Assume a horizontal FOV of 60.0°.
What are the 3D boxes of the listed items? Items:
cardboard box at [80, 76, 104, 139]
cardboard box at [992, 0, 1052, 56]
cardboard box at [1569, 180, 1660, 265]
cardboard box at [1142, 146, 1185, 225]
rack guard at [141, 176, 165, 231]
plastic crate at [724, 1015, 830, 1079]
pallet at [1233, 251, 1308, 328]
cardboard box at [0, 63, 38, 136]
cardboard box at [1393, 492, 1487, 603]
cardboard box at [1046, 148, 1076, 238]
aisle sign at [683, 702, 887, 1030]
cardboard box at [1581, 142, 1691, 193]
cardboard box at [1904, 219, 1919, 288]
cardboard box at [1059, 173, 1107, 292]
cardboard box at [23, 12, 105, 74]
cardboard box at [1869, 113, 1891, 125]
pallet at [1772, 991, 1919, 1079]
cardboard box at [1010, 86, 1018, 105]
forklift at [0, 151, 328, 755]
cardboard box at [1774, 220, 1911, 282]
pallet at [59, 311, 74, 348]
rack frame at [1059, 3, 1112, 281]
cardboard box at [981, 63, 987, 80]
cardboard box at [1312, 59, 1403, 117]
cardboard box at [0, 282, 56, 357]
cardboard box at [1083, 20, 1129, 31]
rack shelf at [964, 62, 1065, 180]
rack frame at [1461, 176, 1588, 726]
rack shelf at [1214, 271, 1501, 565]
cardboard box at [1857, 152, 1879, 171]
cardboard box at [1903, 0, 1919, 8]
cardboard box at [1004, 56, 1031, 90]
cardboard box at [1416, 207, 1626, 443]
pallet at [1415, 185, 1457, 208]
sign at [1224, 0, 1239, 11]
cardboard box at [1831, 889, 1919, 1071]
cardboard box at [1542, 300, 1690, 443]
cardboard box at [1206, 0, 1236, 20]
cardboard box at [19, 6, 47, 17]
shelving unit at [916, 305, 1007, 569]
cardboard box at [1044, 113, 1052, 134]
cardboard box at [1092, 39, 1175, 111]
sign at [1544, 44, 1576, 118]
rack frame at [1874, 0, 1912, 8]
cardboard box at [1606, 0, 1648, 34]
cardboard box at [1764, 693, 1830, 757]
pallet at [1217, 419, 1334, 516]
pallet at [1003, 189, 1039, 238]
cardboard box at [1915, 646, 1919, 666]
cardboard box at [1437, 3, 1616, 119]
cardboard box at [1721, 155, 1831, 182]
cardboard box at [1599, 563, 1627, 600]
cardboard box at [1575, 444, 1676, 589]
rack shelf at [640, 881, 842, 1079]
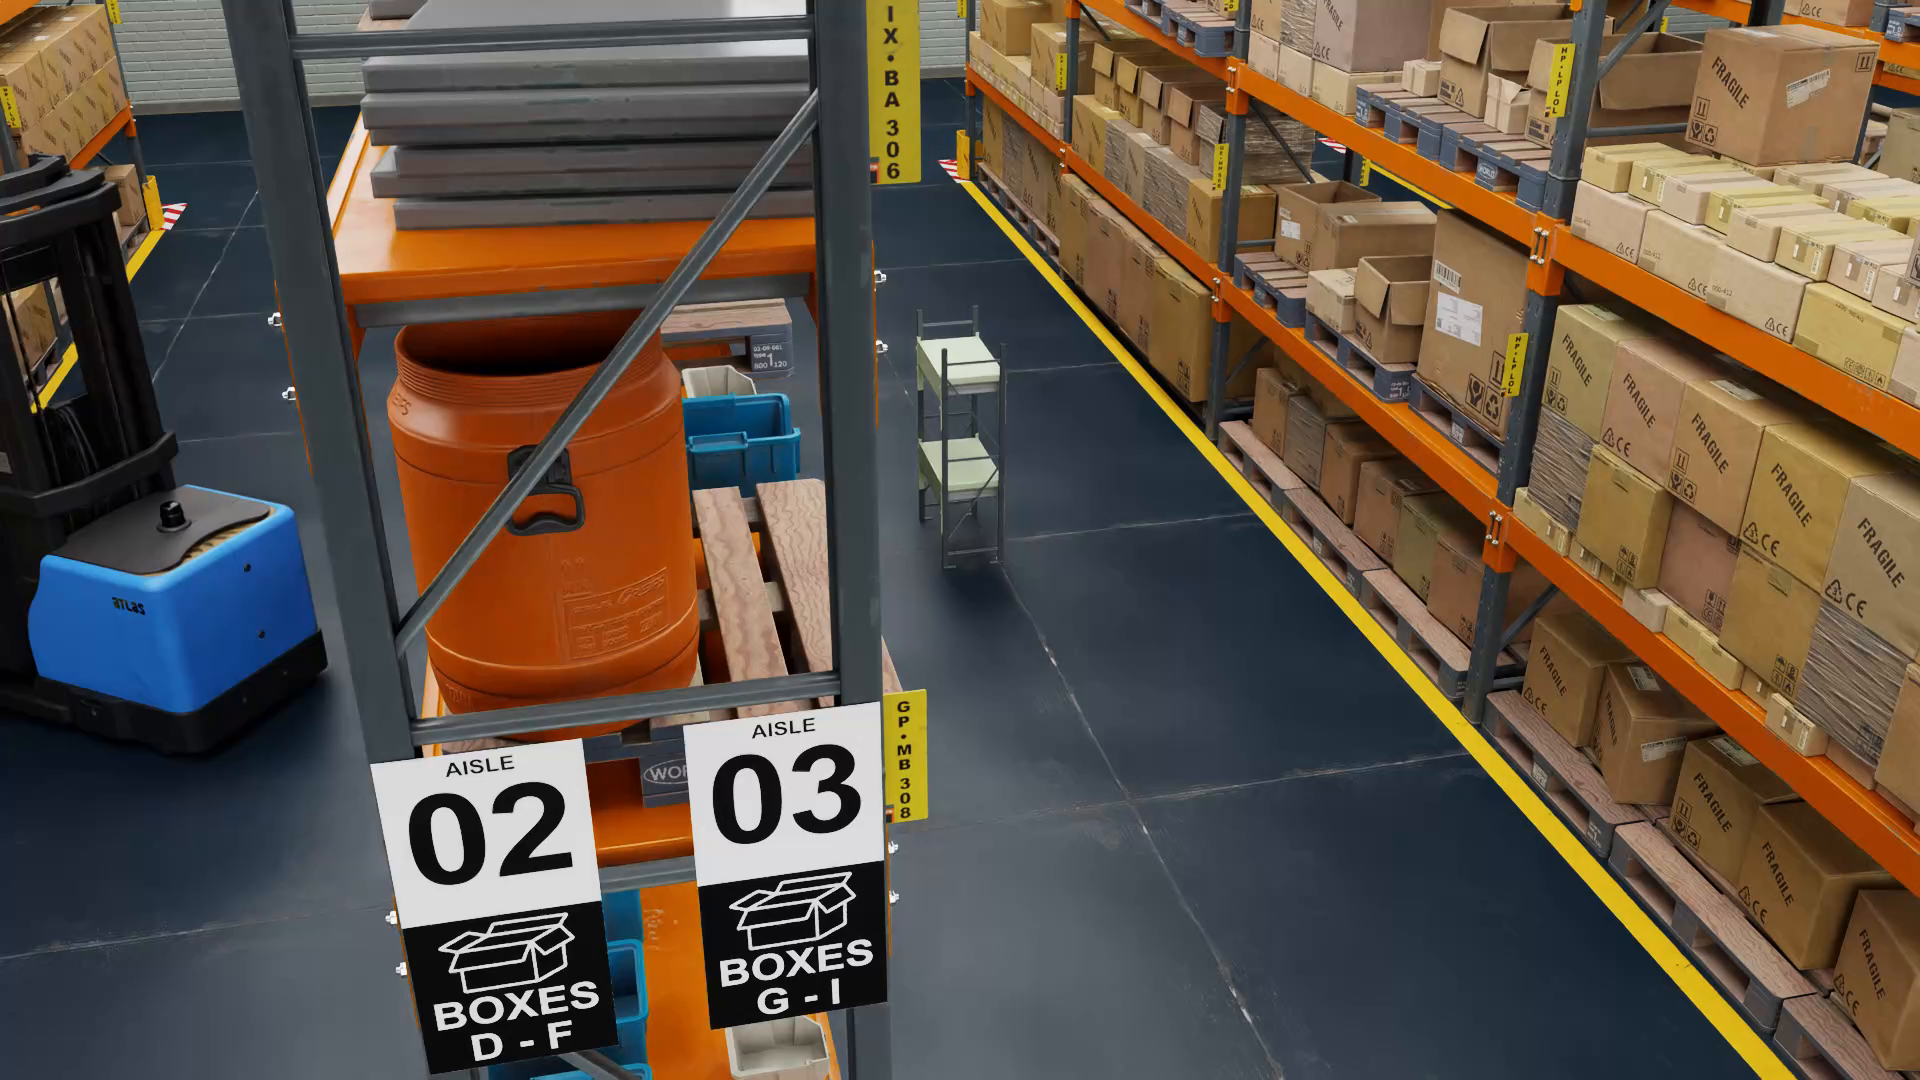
[{"bbox_3d":[-8.495,-4.093,15.767,0.500,0.500,0.500,-6,27,-11],"label":"cardboard box"},{"bbox_3d":[0.644,-5.385,17.441,0.500,0.500,0.500,-7,28,-13],"label":"cardboard box"},{"bbox_3d":[3.120,-1.450,7.477,0.500,0.250,0.500,-7,28,-14],"label":"cardboard box"},{"bbox_3d":[1.787,-2.840,13.284,0.500,0.500,0.500,-7,28,-13],"label":"cardboard box"},{"bbox_3d":[-9.071,-3.515,17.507,1.175,0.500,0.348,-6,27,-12],"label":"rack guard"},{"bbox_3d":[-0.544,1.550,4.989,0.298,0.136,0.250,-6,27,-12],"label":"plastic crate"},{"bbox_3d":[2.631,-1.769,11.486,1.213,0.211,1.003,-6,27,-12],"label":"pallet"},{"bbox_3d":[-8.019,-3.635,13.749,0.500,0.500,0.500,-5,27,-10],"label":"cardboard box"},{"bbox_3d":[3.062,0.035,9.983,0.700,0.500,0.500,-6,27,-12],"label":"cardboard box"},{"bbox_3d":[1.395,-3.450,16.494,0.875,0.875,0.875,-6,27,-12],"label":"cardboard box"},{"bbox_3d":[-0.354,0.699,3.497,0.394,0.787,0.004,-6,27,-12],"label":"aisle sign"},{"bbox_3d":[3.041,-1.677,7.485,0.380,0.149,0.250,-7,28,-13],"label":"cardboard box"},{"bbox_3d":[3.574,-1.039,5.502,0.500,0.500,0.500,-6,27,-12],"label":"cardboard box"},{"bbox_3d":[1.629,-2.873,15.352,1.225,0.875,0.875,-6,27,-11],"label":"cardboard box"},{"bbox_3d":[-8.605,-4.767,15.991,0.500,0.500,0.500,-5,27,-10],"label":"cardboard box"},{"bbox_3d":[10.881,-4.643,19.343,0.875,0.438,0.875,-7,28,-13],"label":"cardboard box"},{"bbox_3d":[4.004,2.206,6.491,1.003,0.211,1.213,-6,27,-12],"label":"pallet"},{"bbox_3d":[0.731,-4.577,17.115,0.380,0.149,0.250,-6,27,-11],"label":"cardboard box"},{"bbox_3d":[-5.182,-0.592,9.016,3.031,2.935,1.130,11,29,20],"label":"forklift"},{"bbox_3d":[3.372,-1.108,6.359,0.380,0.149,0.250,-6,27,-13],"label":"cardboard box"},{"bbox_3d":[-8.341,-1.965,14.756,1.003,0.211,1.213,-6,27,-12],"label":"pallet"},{"bbox_3d":[1.465,-3.913,15.520,1.000,3.000,0.127,-6,27,-12],"label":"rack frame"},{"bbox_3d":[0.440,-5.143,18.235,0.380,0.149,0.250,-7,28,-13],"label":"cardboard box"},{"bbox_3d":[2.465,-2.747,10.047,0.500,0.250,0.500,-5,27,-10],"label":"cardboard box"},{"bbox_3d":[-7.796,-1.802,13.623,0.500,0.500,0.500,-6,27,-12],"label":"cardboard box"},{"bbox_3d":[1.503,-4.767,16.216,0.500,0.500,0.500,-6,27,-12],"label":"cardboard box"},{"bbox_3d":[1.015,-4.470,17.422,1.077,0.370,4.000,-6,27,-12],"label":"rack shelf"},{"bbox_3d":[3.268,-0.401,8.562,1.000,3.000,0.127,-6,27,-12],"label":"rack frame"},{"bbox_3d":[2.818,-0.958,10.464,1.077,0.370,4.000,-6,27,-12],"label":"rack shelf"},{"bbox_3d":[7.309,-3.057,13.307,0.380,0.149,0.250,-5,27,-9],"label":"cardboard box"},{"bbox_3d":[7.353,-4.278,12.803,0.500,0.500,0.500,-6,27,-12],"label":"cardboard box"},{"bbox_3d":[0.765,-4.820,17.153,0.500,0.250,0.500,-6,27,-13],"label":"cardboard box"},{"bbox_3d":[3.226,-1.219,9.051,1.000,1.000,1.000,-6,27,-11],"label":"cardboard box"},{"bbox_3d":[5.856,-3.955,18.699,1.003,0.211,1.213,-6,27,-12],"label":"pallet"},{"bbox_3d":[1.824,-3.710,11.126,0.100,0.325,0.005,-6,27,-12],"label":"sign"},{"bbox_3d":[3.877,1.749,6.611,0.500,0.500,0.500,1,27,2],"label":"cardboard box"},{"bbox_3d":[3.122,-0.801,7.805,0.500,0.500,0.500,-6,27,-12],"label":"cardboard box"},{"bbox_3d":[2.159,-3.990,11.763,0.797,0.503,0.637,-4,27,-9],"label":"cardboard box"},{"bbox_3d":[-9.245,-4.934,16.323,0.500,0.500,0.500,-5,27,-10],"label":"cardboard box"},{"bbox_3d":[0.002,-0.667,10.753,0.431,1.500,0.755,-6,27,-12],"label":"shelving unit"},{"bbox_3d":[1.019,-4.015,16.000,0.380,0.149,0.250,-5,27,-11],"label":"cardboard box"},{"bbox_3d":[1.617,-4.126,14.718,0.797,0.503,0.637,-7,28,-13],"label":"cardboard box"},{"bbox_3d":[2.728,-2.089,7.566,0.100,0.325,0.005,-6,27,-12],"label":"sign"},{"bbox_3d":[7.222,-5.295,11.599,1.000,3.000,0.127,-6,27,-12],"label":"rack frame"},{"bbox_3d":[6.456,-5.219,16.557,0.500,0.500,0.500,-5,27,-10],"label":"cardboard box"},{"bbox_3d":[3.464,0.715,6.629,0.380,0.149,0.250,-6,27,-12],"label":"cardboard box"},{"bbox_3d":[2.542,-0.569,11.989,1.003,0.211,1.213,-6,27,-12],"label":"pallet"},{"bbox_3d":[1.092,-3.547,17.889,1.003,0.211,1.213,-6,27,-12],"label":"pallet"},{"bbox_3d":[3.687,0.296,5.631,0.500,0.500,0.500,-6,27,-12],"label":"cardboard box"},{"bbox_3d":[3.046,-2.604,9.016,0.797,0.503,0.637,-5,27,-9],"label":"cardboard box"},{"bbox_3d":[3.594,-1.611,7.355,0.380,0.149,0.250,-6,27,-11],"label":"cardboard box"},{"bbox_3d":[3.216,0.163,7.724,0.380,0.149,0.250,-6,27,-12],"label":"cardboard box"},{"bbox_3d":[3.388,-0.152,7.627,0.875,0.500,0.500,-6,27,-12],"label":"cardboard box"},{"bbox_3d":[-1.106,1.301,5.988,1.077,0.370,4.000,-6,27,-12],"label":"rack shelf"}]
